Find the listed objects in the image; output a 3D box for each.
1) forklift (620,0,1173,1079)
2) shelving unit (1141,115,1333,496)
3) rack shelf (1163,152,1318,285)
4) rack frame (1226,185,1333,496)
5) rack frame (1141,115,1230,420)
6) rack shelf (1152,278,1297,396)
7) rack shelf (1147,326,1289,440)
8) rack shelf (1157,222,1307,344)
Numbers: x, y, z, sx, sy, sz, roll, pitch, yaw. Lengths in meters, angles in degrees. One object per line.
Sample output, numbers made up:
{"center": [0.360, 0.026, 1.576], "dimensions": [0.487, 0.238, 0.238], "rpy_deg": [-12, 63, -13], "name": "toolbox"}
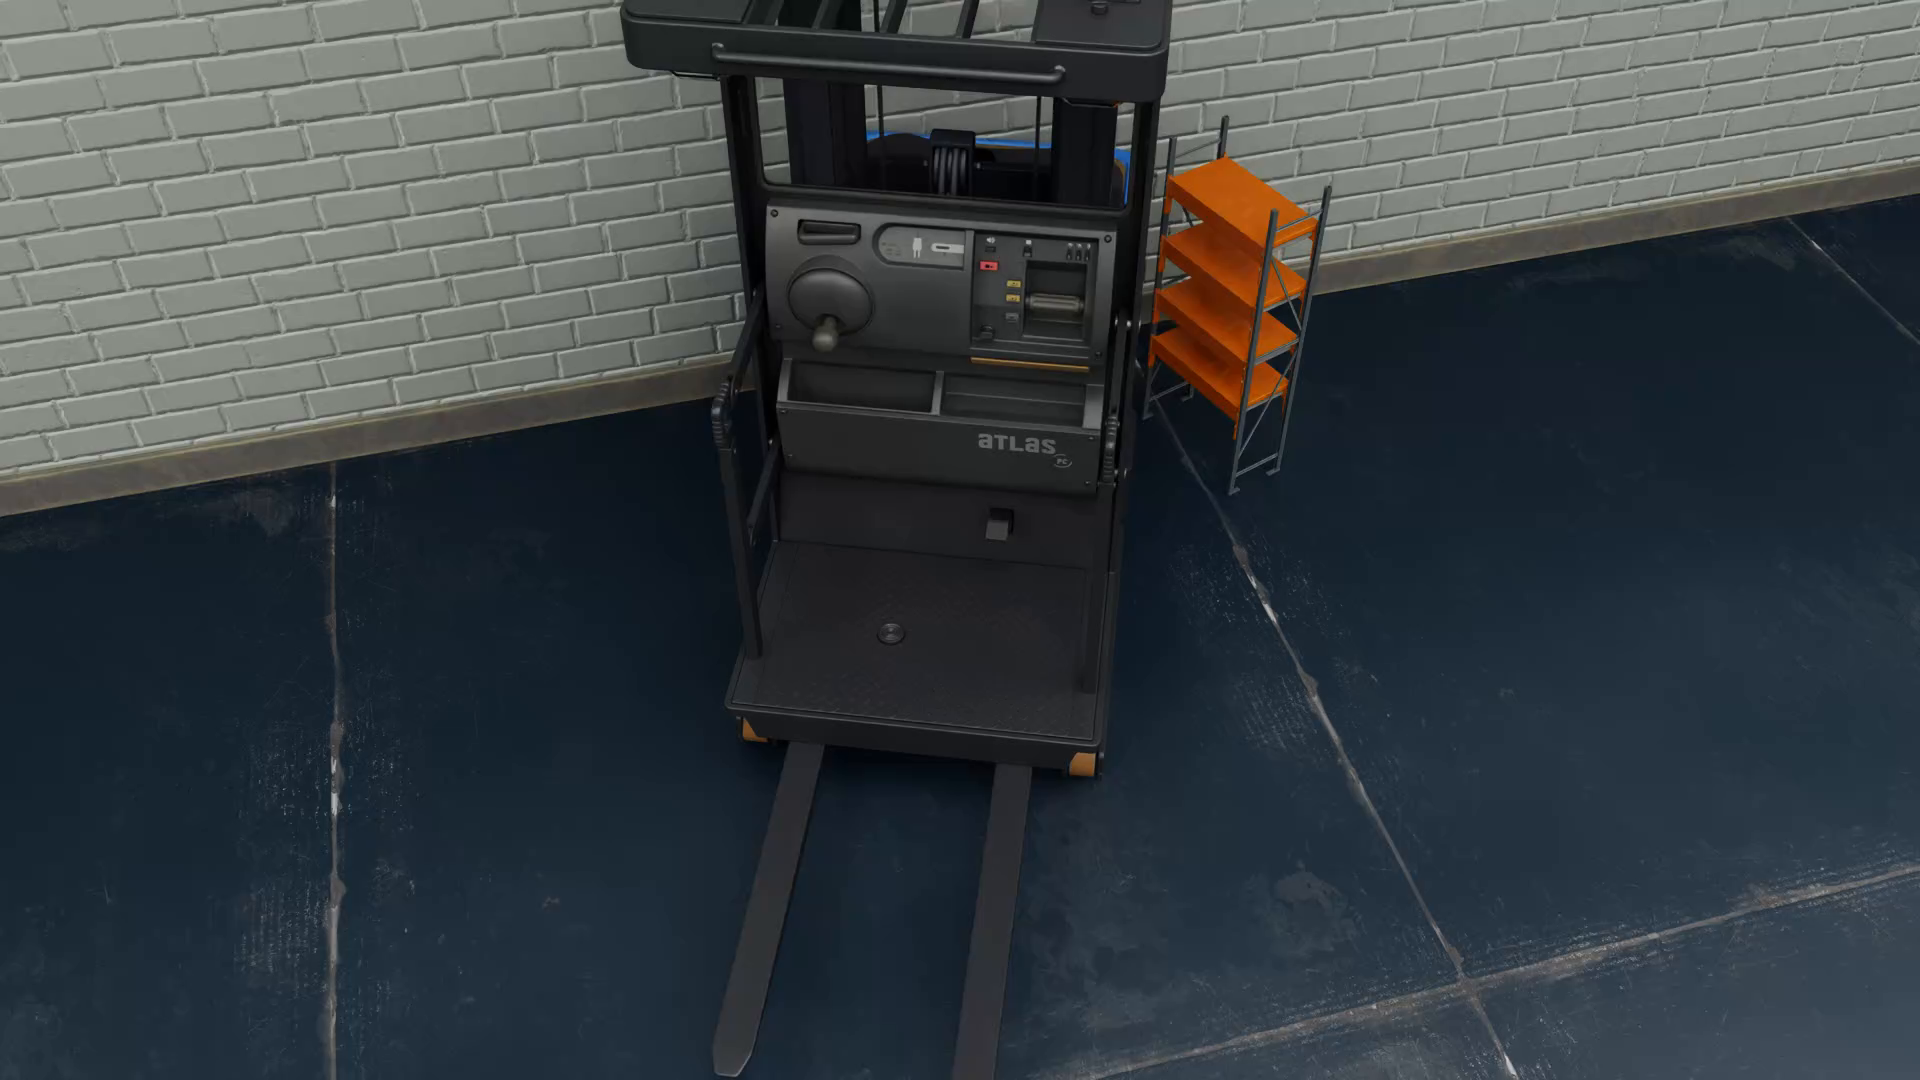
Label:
{"center": [-0.082, -0.581, 4.268], "dimensions": [1.130, 2.935, 3.031], "rpy_deg": [5, 46, 5], "name": "forklift"}
{"center": [0.912, -0.772, 5.666], "dimensions": [0.258, 1.200, 0.503], "rpy_deg": [-26, 51, -23], "name": "shelving unit"}
{"center": [0.912, -1.047, 5.386], "dimensions": [0.258, 0.148, 0.480], "rpy_deg": [-26, 51, -23], "name": "rack shelf"}
{"center": [1.048, -0.627, 5.525], "dimensions": [0.240, 1.200, 0.015], "rpy_deg": [-26, 51, -23], "name": "rack frame"}
{"center": [0.776, -0.916, 5.808], "dimensions": [0.240, 1.200, 0.015], "rpy_deg": [-26, 51, -23], "name": "rack frame"}
{"center": [0.912, -0.725, 5.714], "dimensions": [0.258, 0.148, 0.480], "rpy_deg": [-26, 51, -23], "name": "rack shelf"}
{"center": [0.912, -0.586, 5.856], "dimensions": [0.258, 0.148, 0.480], "rpy_deg": [-26, 51, -23], "name": "rack shelf"}
{"center": [0.912, -0.881, 5.555], "dimensions": [0.258, 0.148, 0.480], "rpy_deg": [-26, 51, -23], "name": "rack shelf"}
